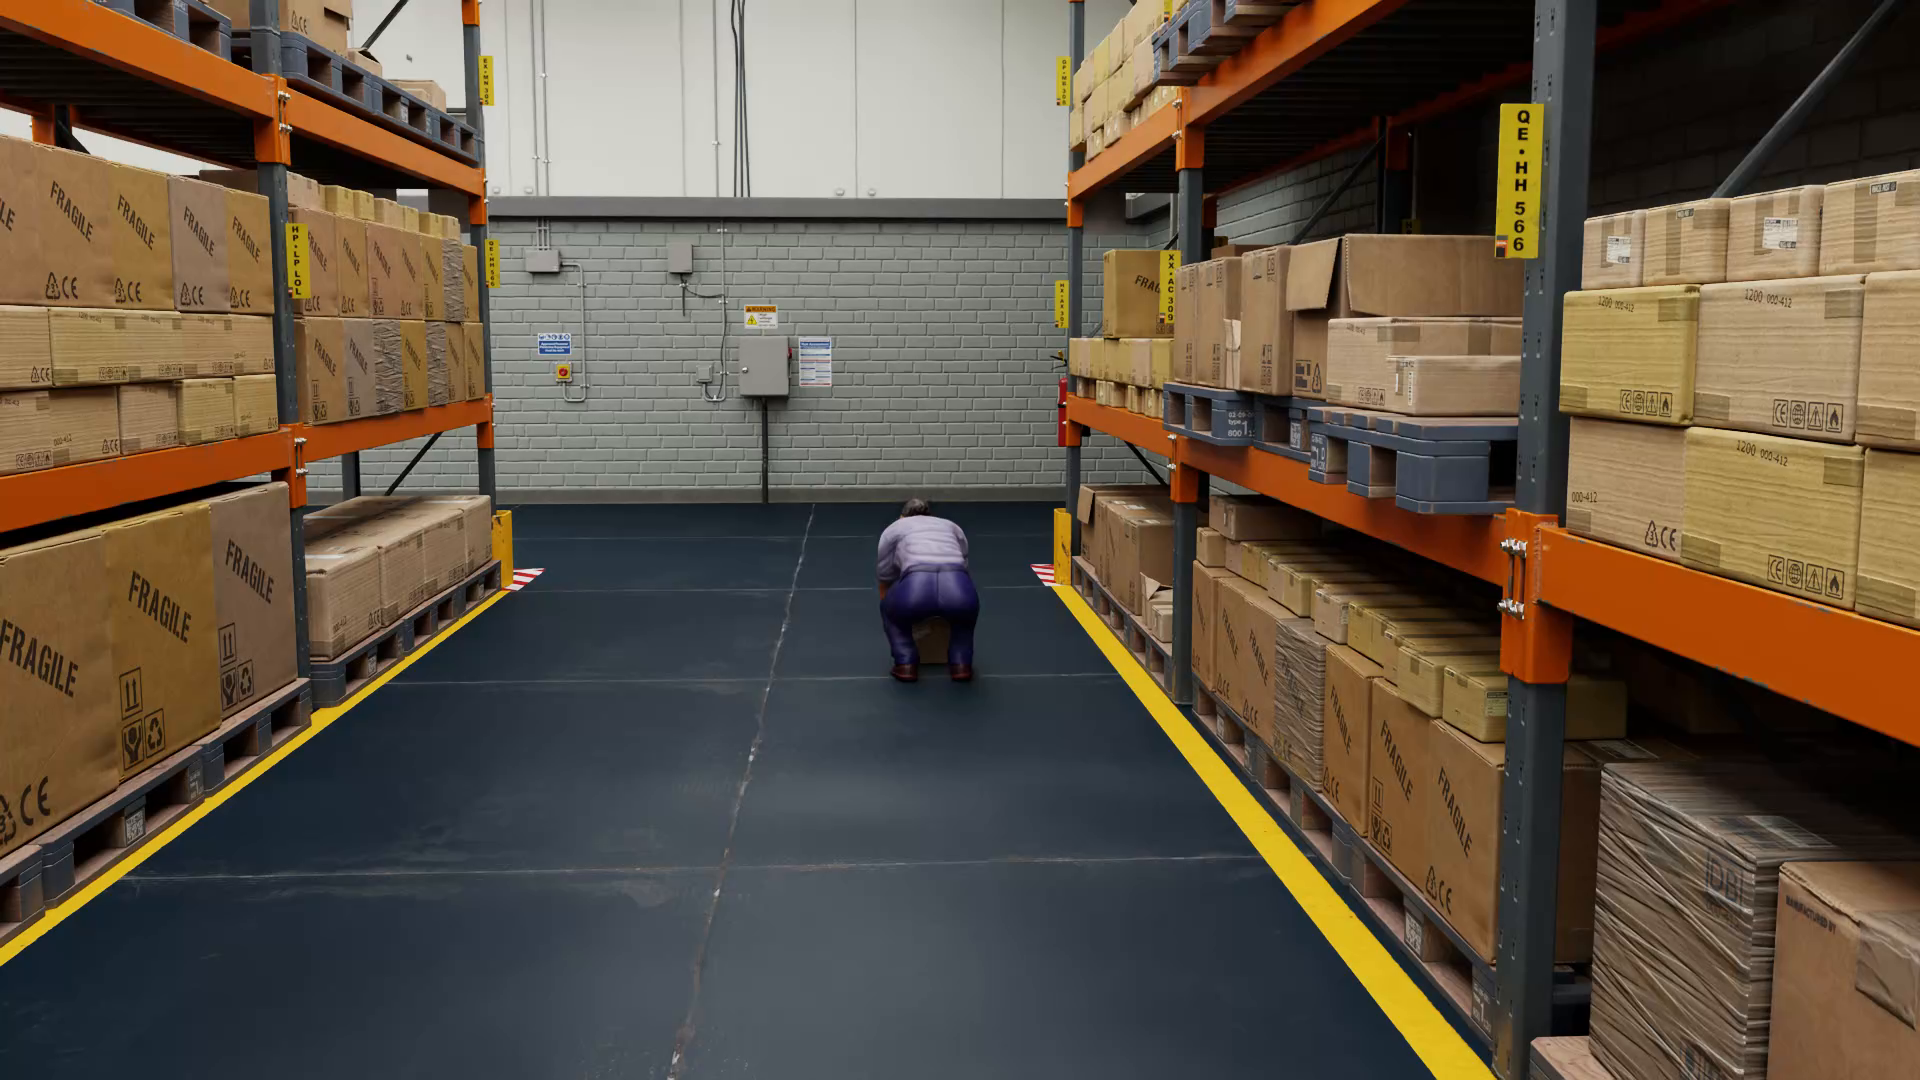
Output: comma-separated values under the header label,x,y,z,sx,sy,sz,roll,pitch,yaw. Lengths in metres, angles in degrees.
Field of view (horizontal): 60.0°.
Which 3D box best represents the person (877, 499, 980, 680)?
label,x,y,z,sx,sy,sz,roll,pitch,yaw
person,-0.161,0.255,8.526,0.523,0.856,0.752,0,7,-4
